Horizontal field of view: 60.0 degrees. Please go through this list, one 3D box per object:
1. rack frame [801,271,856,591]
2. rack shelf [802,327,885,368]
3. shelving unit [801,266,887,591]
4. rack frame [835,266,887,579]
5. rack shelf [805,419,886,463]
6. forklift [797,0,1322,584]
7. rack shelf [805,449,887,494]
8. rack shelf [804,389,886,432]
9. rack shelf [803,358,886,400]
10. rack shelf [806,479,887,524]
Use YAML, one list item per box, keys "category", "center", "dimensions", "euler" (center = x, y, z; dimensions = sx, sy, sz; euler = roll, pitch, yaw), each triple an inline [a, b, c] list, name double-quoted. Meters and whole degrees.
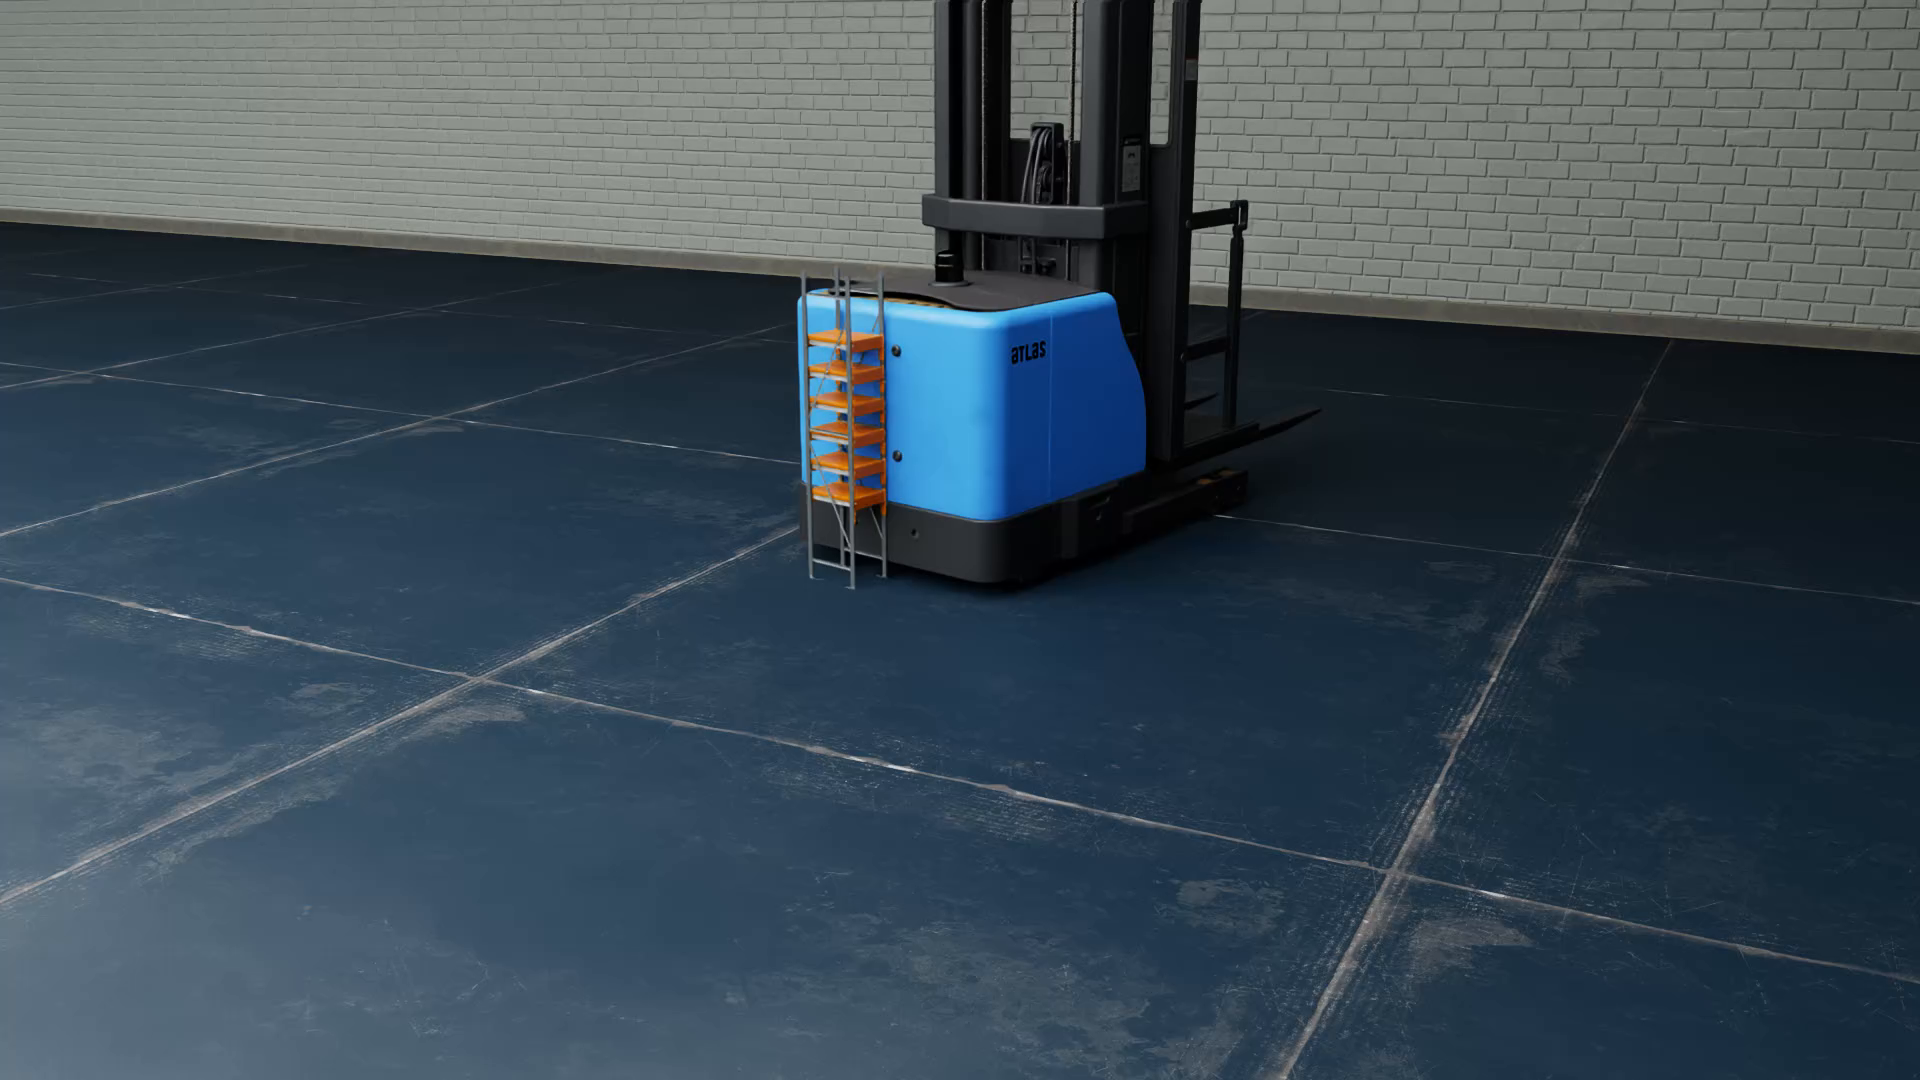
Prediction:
- category: "rack frame"
  center: [-0.495, -0.402, 6.271]
  dimensions: [0.240, 1.200, 0.006]
  euler: [13, 21, 37]
- category: "rack shelf"
  center: [-0.438, -0.725, 6.250]
  dimensions: [0.258, 0.103, 0.180]
  euler: [13, 21, 37]
- category: "shelving unit"
  center: [-0.438, -0.422, 6.340]
  dimensions: [0.258, 1.200, 0.189]
  euler: [13, 21, 37]
- category: "rack frame"
  center: [-0.381, -0.443, 6.408]
  dimensions: [0.240, 1.200, 0.006]
  euler: [13, 21, 37]
- category: "rack shelf"
  center: [-0.438, -0.380, 6.352]
  dimensions: [0.258, 0.103, 0.180]
  euler: [13, 21, 37]
- category: "forklift"
  center: [0.653, -1.592, 7.236]
  dimensions: [1.130, 2.935, 3.031]
  euler: [13, 21, 37]
- category: "rack shelf"
  center: [-0.438, -0.265, 6.386]
  dimensions: [0.258, 0.103, 0.180]
  euler: [13, 21, 37]
- category: "rack shelf"
  center: [-0.438, -0.495, 6.318]
  dimensions: [0.258, 0.103, 0.180]
  euler: [13, 21, 37]
- category: "rack shelf"
  center: [-0.438, -0.610, 6.284]
  dimensions: [0.258, 0.103, 0.180]
  euler: [13, 21, 37]
- category: "rack shelf"
  center: [-0.438, -0.150, 6.420]
  dimensions: [0.258, 0.103, 0.180]
  euler: [13, 21, 37]
